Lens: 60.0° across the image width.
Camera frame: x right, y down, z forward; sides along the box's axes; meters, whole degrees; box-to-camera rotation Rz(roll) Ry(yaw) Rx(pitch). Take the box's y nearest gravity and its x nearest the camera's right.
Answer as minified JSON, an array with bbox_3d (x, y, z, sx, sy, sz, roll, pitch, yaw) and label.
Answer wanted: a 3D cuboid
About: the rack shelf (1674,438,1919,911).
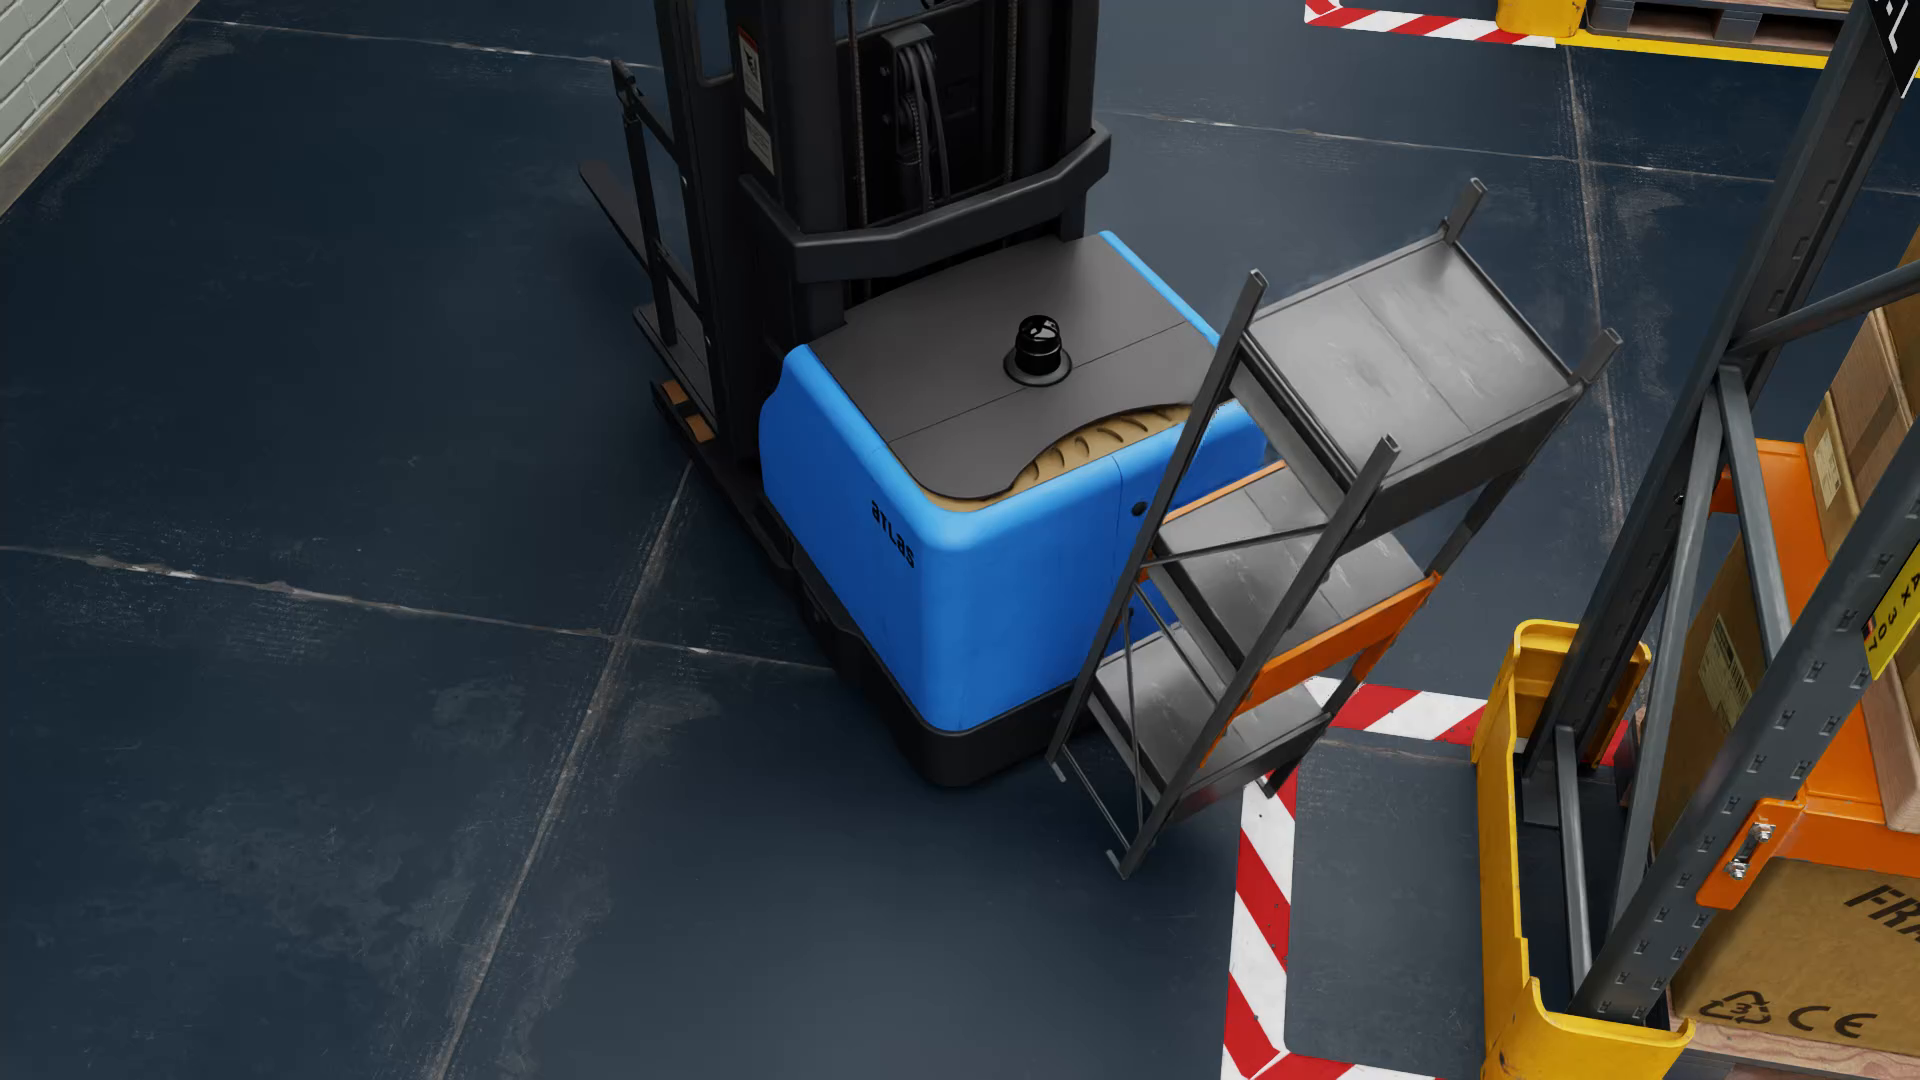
[{"bbox_3d":[3.521,0.492,3.275,4.000,0.370,1.077,8,49,7],"label":"rack shelf"}]

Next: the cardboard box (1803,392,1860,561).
[{"bbox_3d":[1.962,-0.123,3.512,0.250,0.149,0.380,9,49,8],"label":"cardboard box"}]

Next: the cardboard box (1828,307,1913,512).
[{"bbox_3d":[2.077,-0.192,3.307,0.500,0.250,0.500,7,48,6],"label":"cardboard box"}]

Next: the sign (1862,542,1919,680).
[{"bbox_3d":[1.448,0.077,2.529,0.005,0.325,0.100,8,49,7],"label":"sign"}]

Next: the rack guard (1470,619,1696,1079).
[{"bbox_3d":[1.529,0.820,4.177,0.348,0.500,1.175,8,49,7],"label":"rack guard"}]

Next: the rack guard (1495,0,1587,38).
[{"bbox_3d":[2.609,-2.784,7.416,0.348,0.500,1.175,8,49,7],"label":"rack guard"}]

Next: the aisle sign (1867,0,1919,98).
[{"bbox_3d":[1.535,-1.111,2.484,0.004,0.787,0.394,8,49,7],"label":"aisle sign"}]

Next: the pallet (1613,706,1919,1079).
[{"bbox_3d":[2.353,0.968,4.238,1.213,0.211,1.003,8,49,7],"label":"pallet"}]

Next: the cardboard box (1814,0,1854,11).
[{"bbox_3d":[3.743,-2.397,7.022,0.250,0.149,0.380,8,49,7],"label":"cardboard box"}]

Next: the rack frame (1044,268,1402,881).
[{"bbox_3d":[0.465,0.227,3.600,0.015,2.100,0.400,-24,66,-20],"label":"rack frame"}]

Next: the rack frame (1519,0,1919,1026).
[{"bbox_3d":[1.553,-0.013,3.245,0.127,3.000,1.000,8,49,7],"label":"rack frame"}]

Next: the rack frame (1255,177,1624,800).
[{"bbox_3d":[0.882,0.037,3.768,0.015,2.100,0.400,-24,66,-20],"label":"rack frame"}]

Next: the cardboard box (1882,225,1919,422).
[{"bbox_3d":[2.079,-0.441,3.026,0.500,0.500,0.500,8,49,7],"label":"cardboard box"}]

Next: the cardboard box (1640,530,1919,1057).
[{"bbox_3d":[2.197,0.583,3.855,0.875,0.875,0.875,8,49,7],"label":"cardboard box"}]

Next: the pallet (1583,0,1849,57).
[{"bbox_3d":[3.402,-2.554,7.403,1.213,0.211,1.003,8,49,7],"label":"pallet"}]

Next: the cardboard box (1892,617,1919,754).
[{"bbox_3d":[1.977,0.199,2.955,0.500,0.250,0.500,7,48,6],"label":"cardboard box"}]

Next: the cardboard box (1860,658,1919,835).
[{"bbox_3d":[1.843,0.360,3.079,0.250,0.149,0.380,8,49,7],"label":"cardboard box"}]

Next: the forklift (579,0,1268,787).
[{"bbox_3d":[-0.371,-1.396,4.534,1.130,2.935,3.031,-24,52,-20],"label":"forklift"}]

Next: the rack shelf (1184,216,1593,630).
[{"bbox_3d":[0.756,-0.210,3.094,0.480,0.518,0.431,-24,66,-20],"label":"rack shelf"}]

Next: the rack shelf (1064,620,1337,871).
[{"bbox_3d":[0.588,0.487,4.297,0.480,0.518,0.431,-24,66,-20],"label":"rack shelf"}]

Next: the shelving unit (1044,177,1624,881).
[{"bbox_3d":[0.674,0.132,3.684,0.503,2.100,0.431,-24,66,-20],"label":"shelving unit"}]

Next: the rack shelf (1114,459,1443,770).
[{"bbox_3d":[0.672,0.139,3.696,0.480,0.518,0.431,-24,66,-20],"label":"rack shelf"}]
